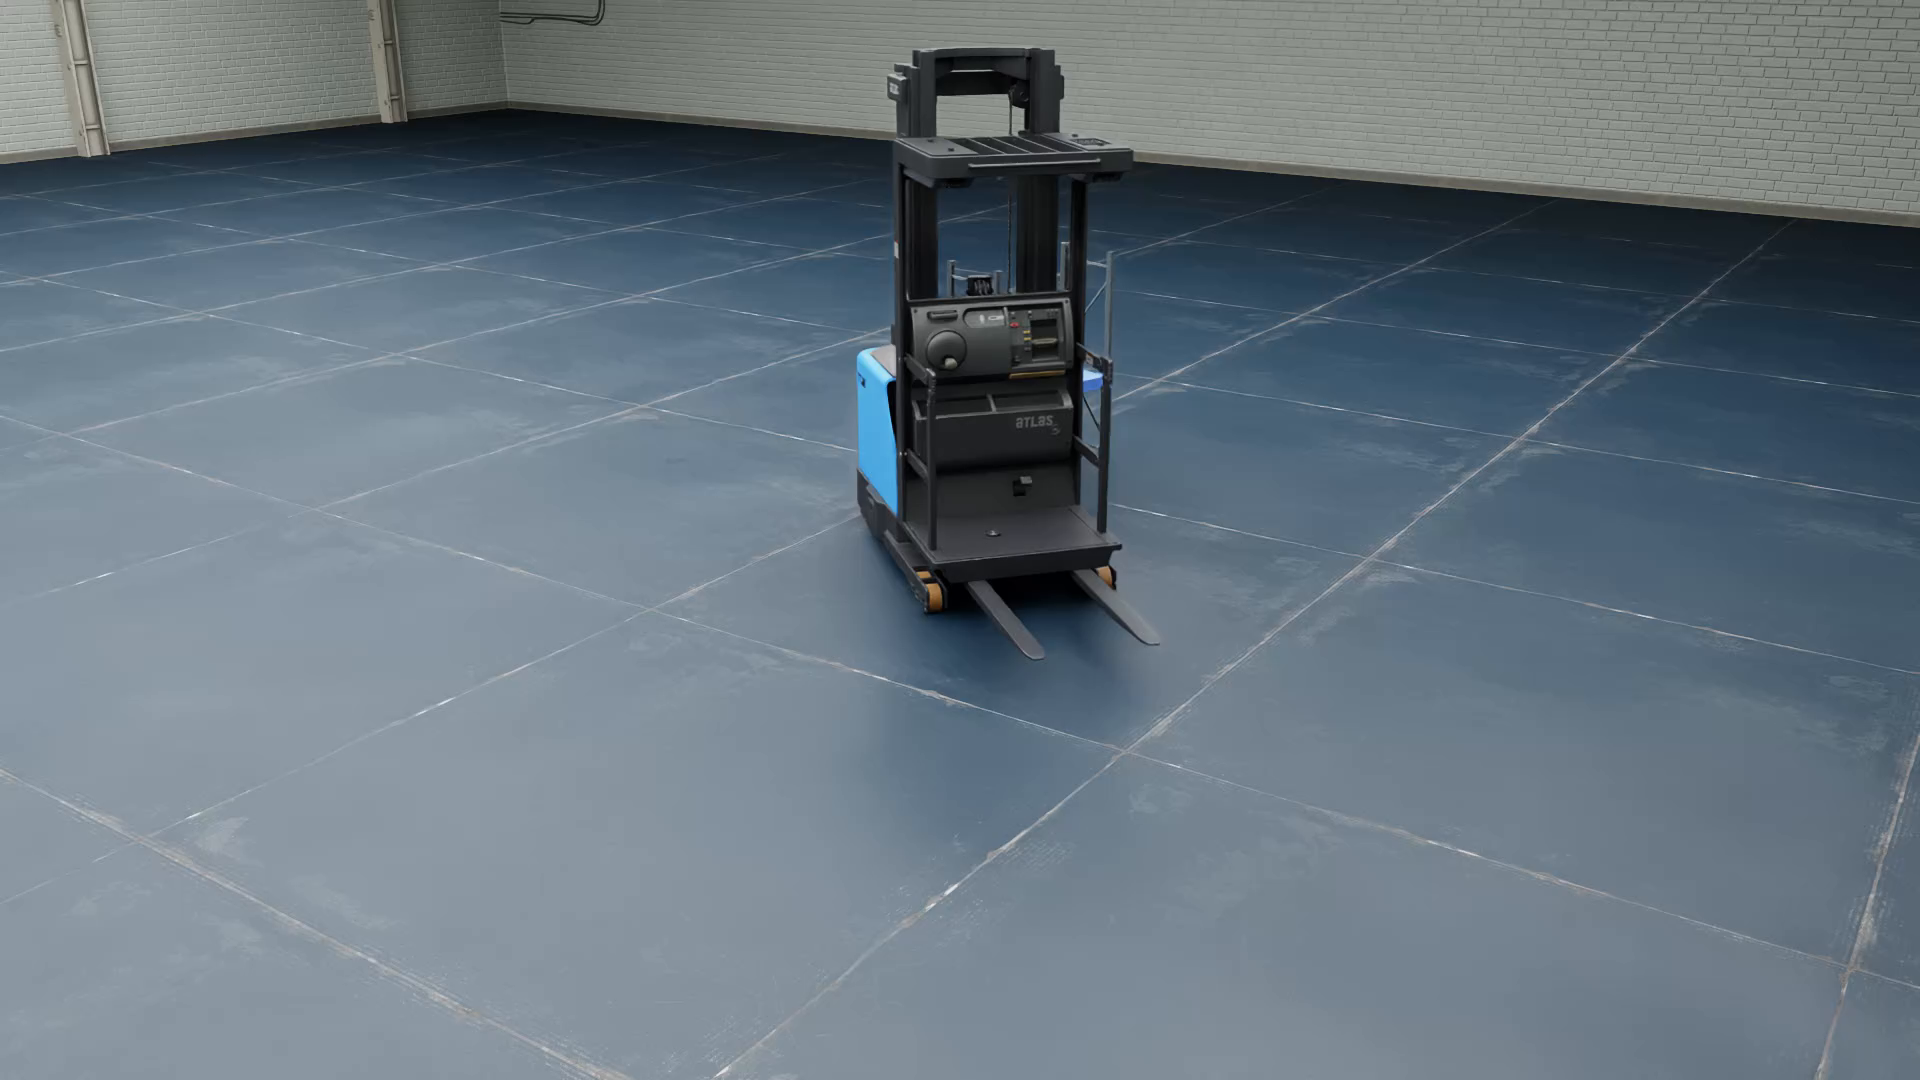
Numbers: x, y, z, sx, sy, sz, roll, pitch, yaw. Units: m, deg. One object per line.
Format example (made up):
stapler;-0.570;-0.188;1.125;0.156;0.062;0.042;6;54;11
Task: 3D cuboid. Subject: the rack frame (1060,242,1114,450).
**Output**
rack frame;0.869;-1.297;11.608;0.032;1.500;0.500;-16;26;-37

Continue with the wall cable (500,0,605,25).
wall cable;-8.167;-11.426;32.660;3.097;2.526;0.112;13;24;32

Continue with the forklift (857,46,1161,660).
forklift;0.246;-1.124;9.078;1.130;2.935;3.031;-6;21;-15

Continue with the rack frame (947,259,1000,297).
rack frame;0.084;-1.072;11.002;0.032;1.500;0.500;-16;26;-37

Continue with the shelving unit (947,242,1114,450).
shelving unit;0.476;-1.184;11.305;1.048;1.500;0.538;-16;26;-37

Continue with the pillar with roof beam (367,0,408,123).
pillar with roof beam;-7.356;-11.456;28.263;9.100;9.000;0.400;13;24;32

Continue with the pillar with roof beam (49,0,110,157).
pillar with roof beam;-10.729;-9.734;23.609;9.100;9.000;0.400;13;24;32

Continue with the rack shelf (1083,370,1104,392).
rack shelf;0.476;-1.016;11.368;1.000;0.185;0.538;-16;26;-37
